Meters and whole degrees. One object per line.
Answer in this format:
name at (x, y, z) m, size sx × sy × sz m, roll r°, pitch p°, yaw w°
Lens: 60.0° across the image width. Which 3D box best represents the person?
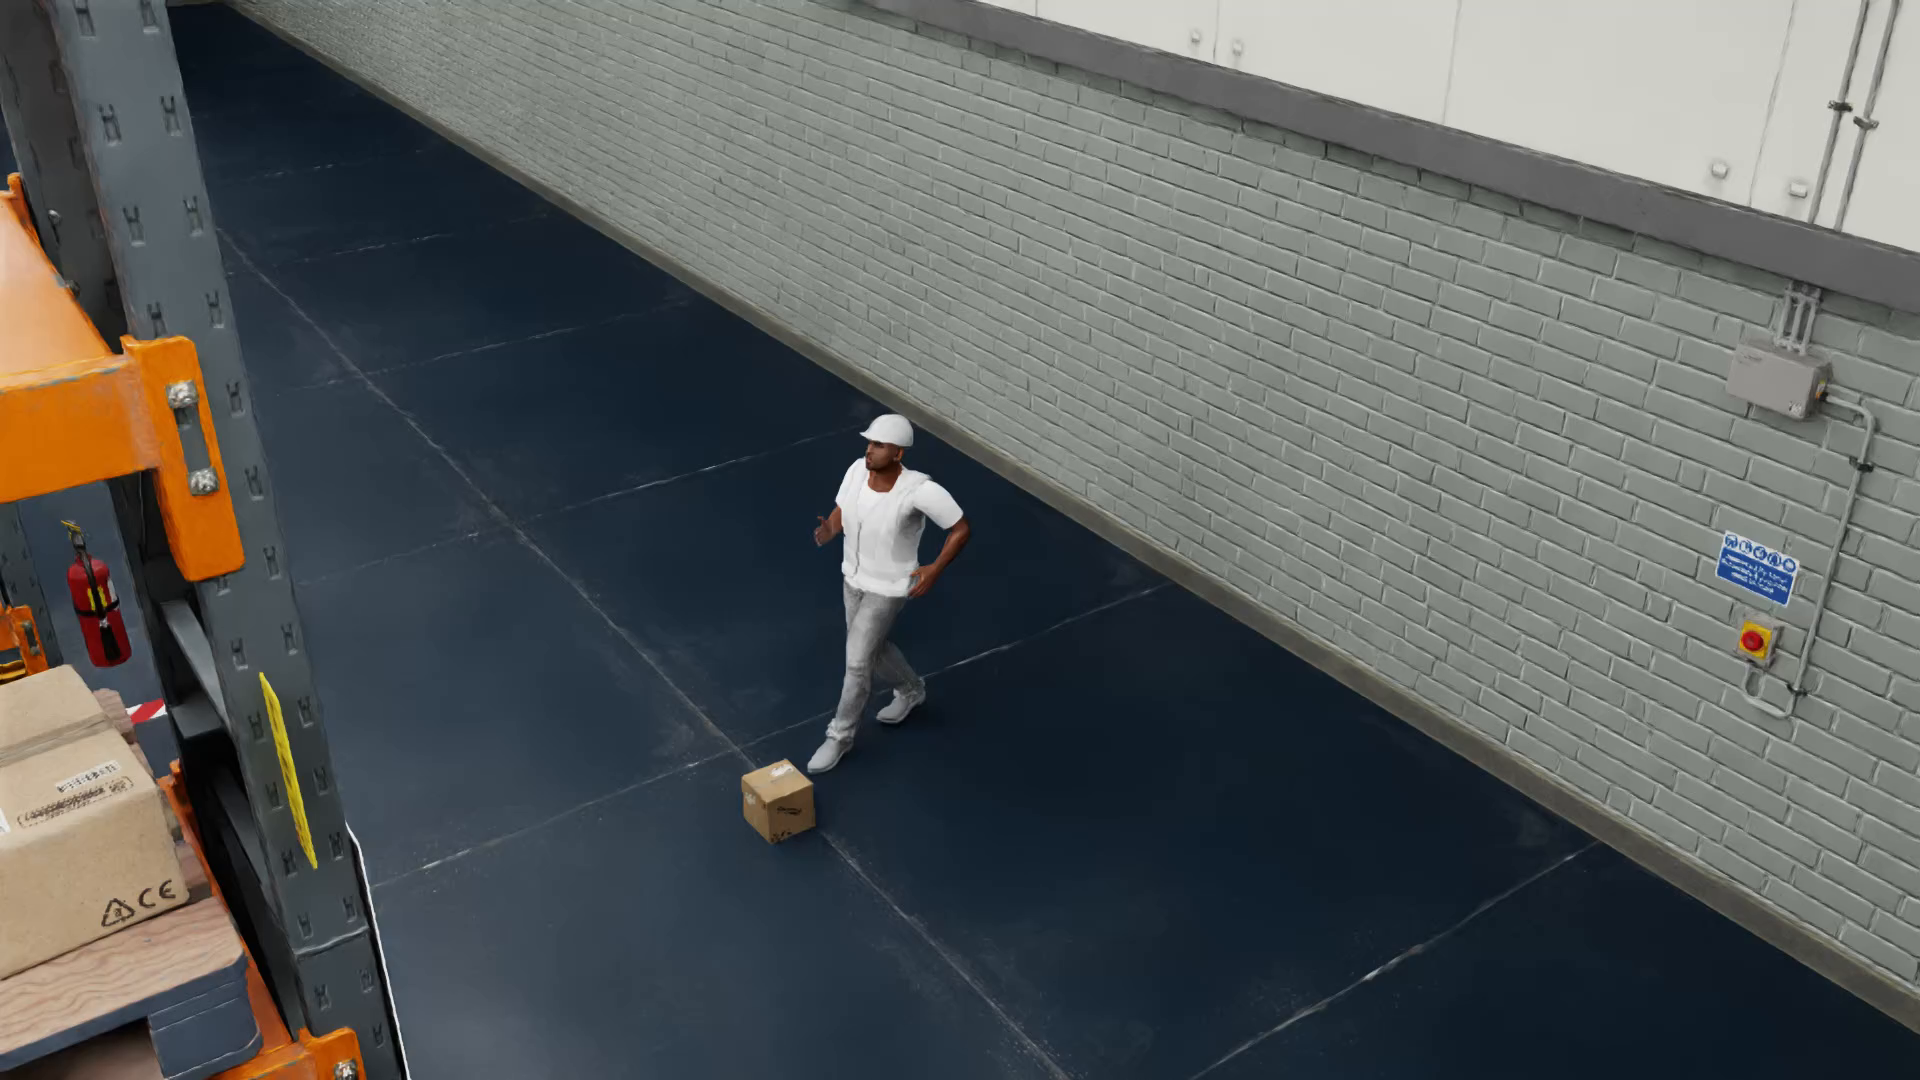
person at (-0.486, 0.225, 8.187) m, size 0.868 × 1.738 × 0.638 m, roll -20°, pitch 34°, yaw -32°
